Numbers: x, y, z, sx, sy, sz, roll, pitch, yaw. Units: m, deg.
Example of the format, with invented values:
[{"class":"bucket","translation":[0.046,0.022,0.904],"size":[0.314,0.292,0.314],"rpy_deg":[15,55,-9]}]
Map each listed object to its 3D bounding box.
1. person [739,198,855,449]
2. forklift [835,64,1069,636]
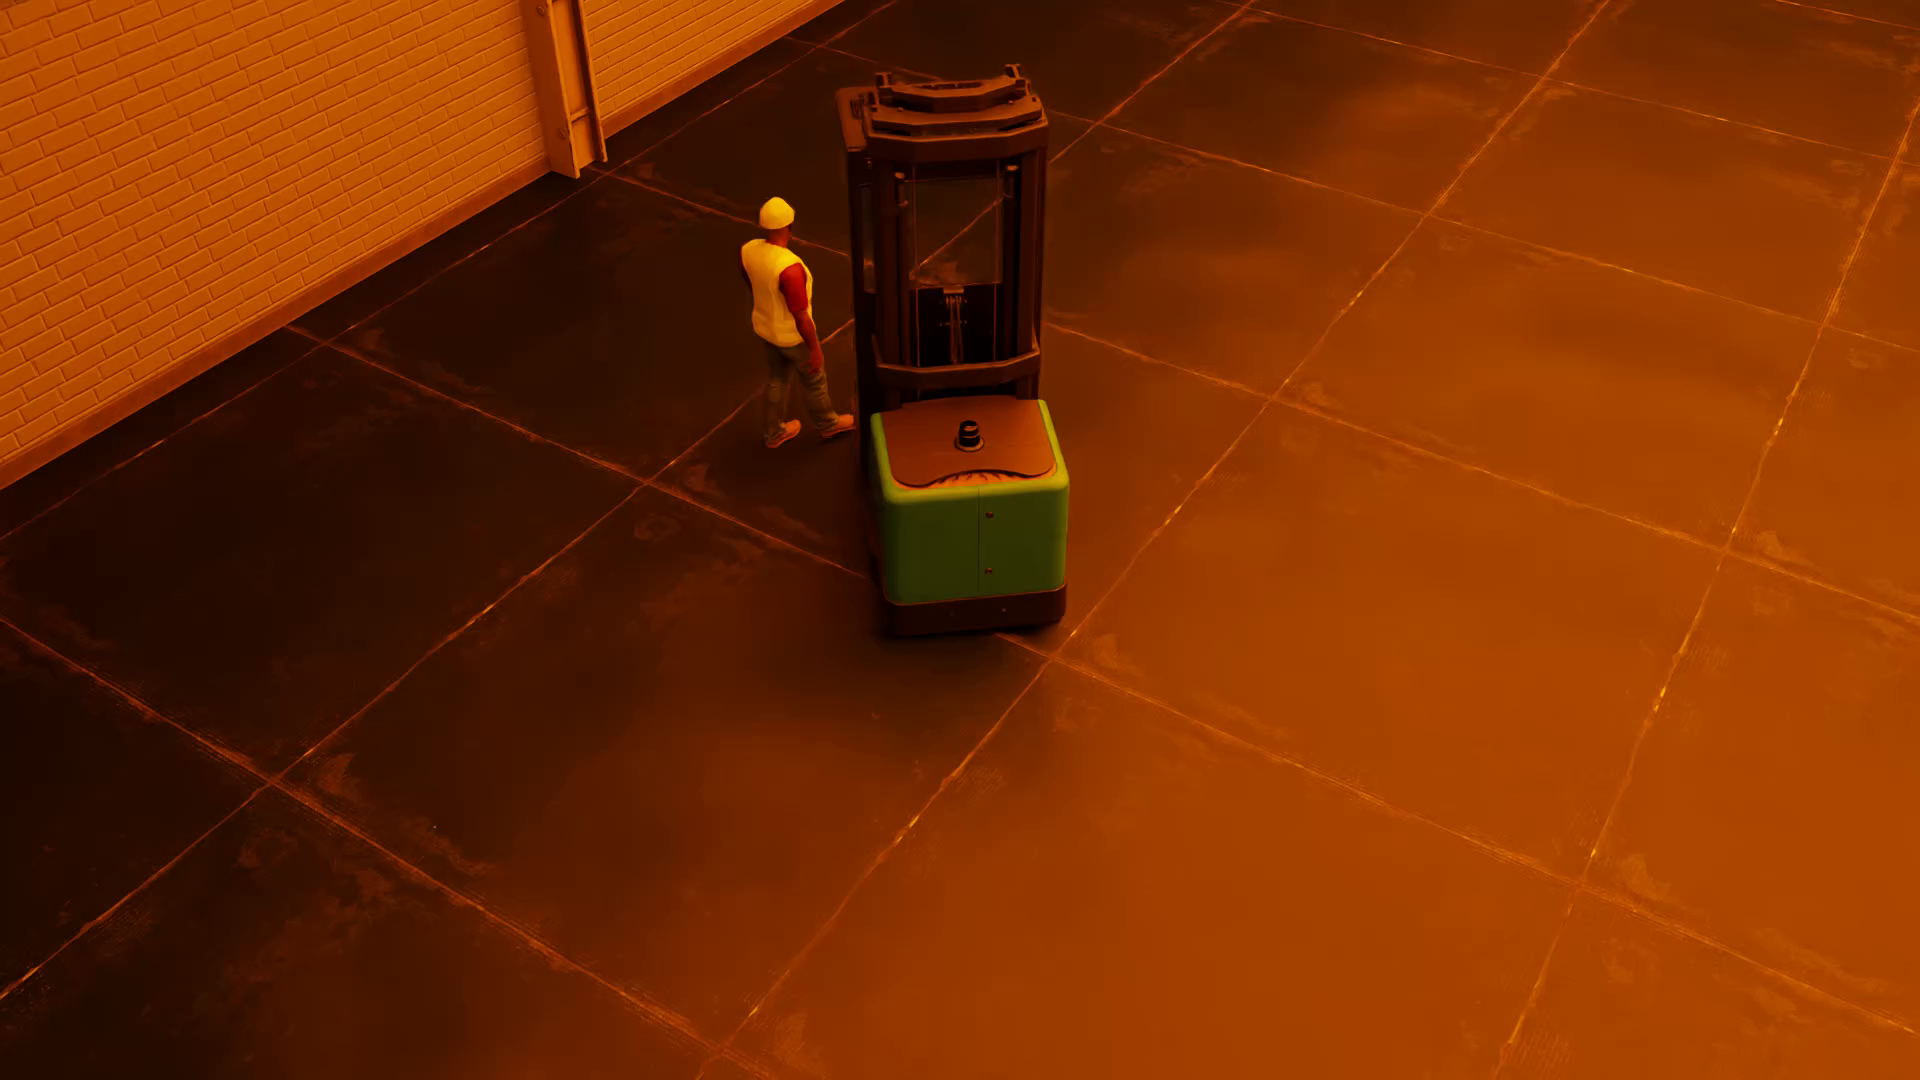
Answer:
[{"class":"person","translation":[-1.019,-1.390,10.523],"size":[0.649,1.753,0.744],"rpy_deg":[-32,50,-32]},{"class":"forklift","translation":[-0.108,-1.523,9.764],"size":[1.130,2.935,3.031],"rpy_deg":[-5,41,-6]}]
